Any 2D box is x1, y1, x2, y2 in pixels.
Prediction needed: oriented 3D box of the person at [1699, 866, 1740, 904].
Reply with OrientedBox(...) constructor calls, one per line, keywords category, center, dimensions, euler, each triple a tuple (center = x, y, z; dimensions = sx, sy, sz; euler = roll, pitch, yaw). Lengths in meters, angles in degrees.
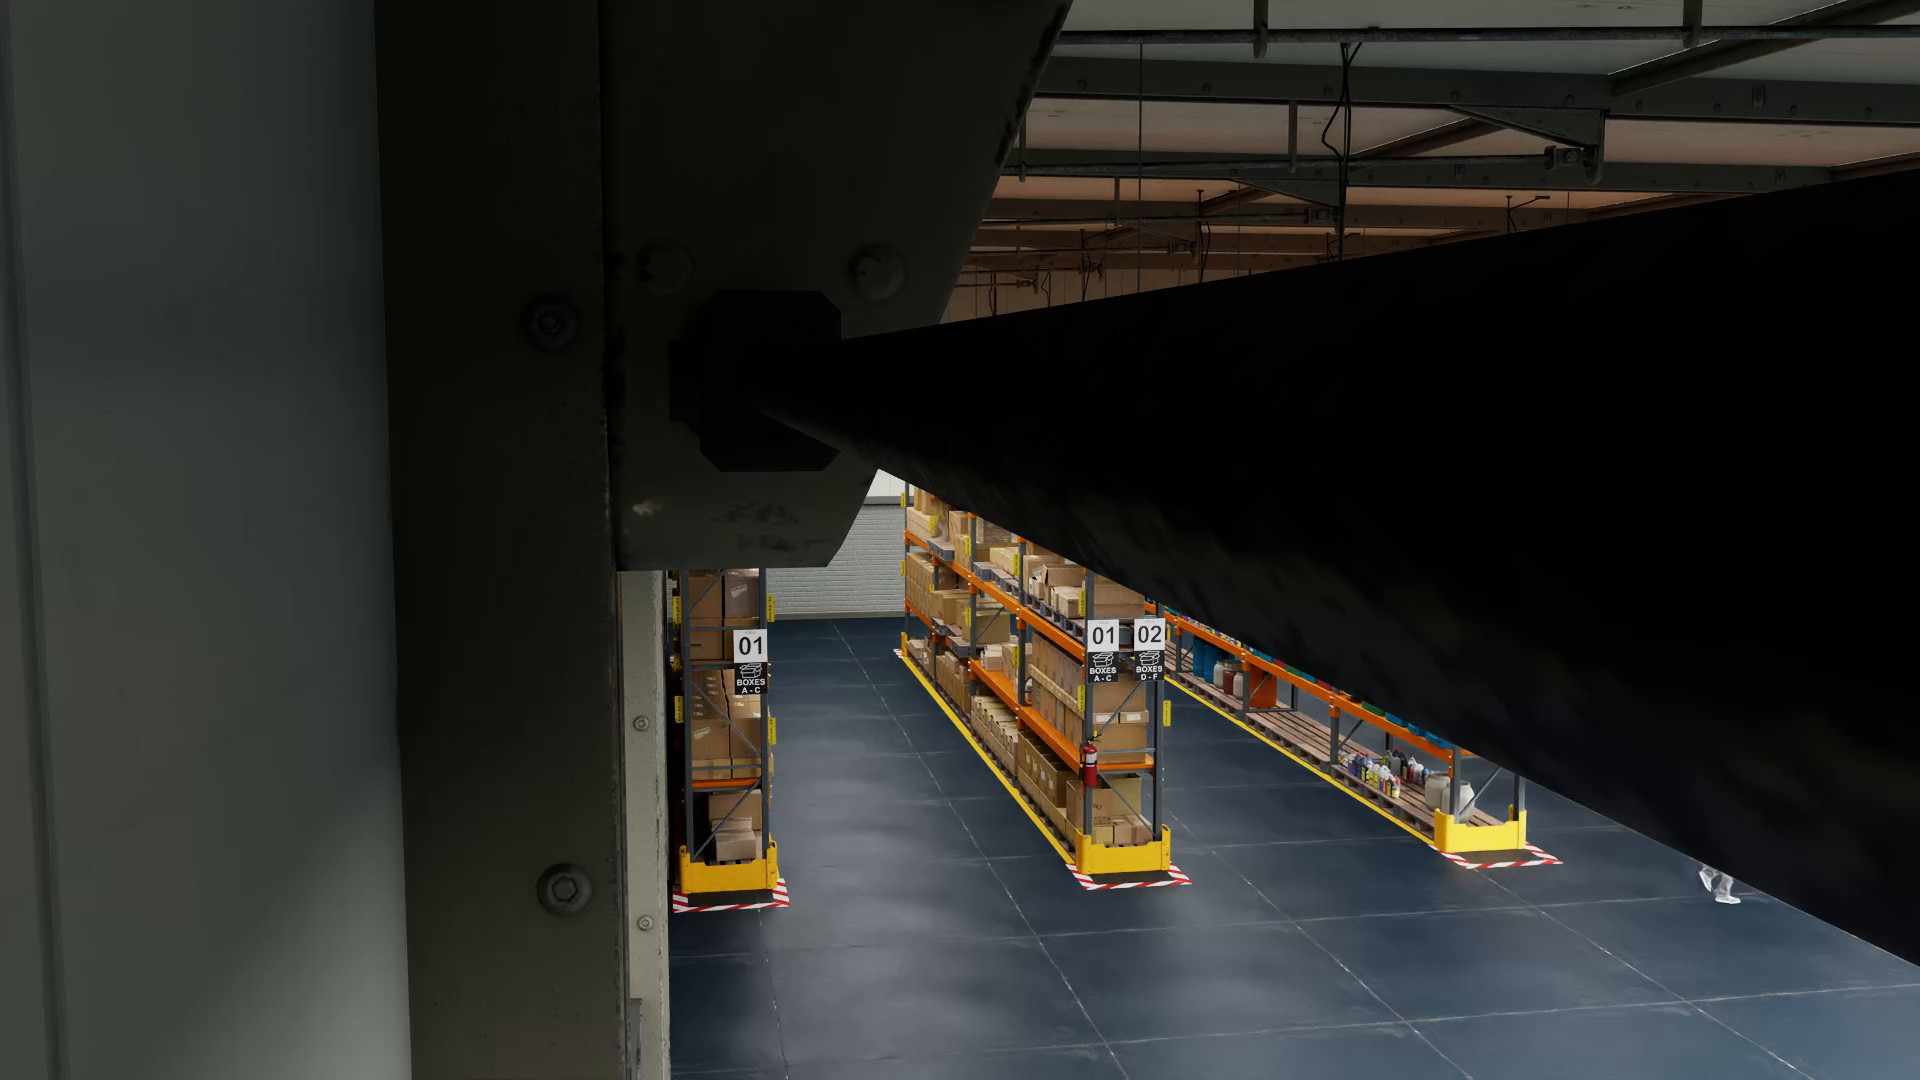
OrientedBox(category="person", center=(9.055, 3.524, 19.646), dimensions=(0.560, 1.549, 0.532), euler=(3, 6, 23))
